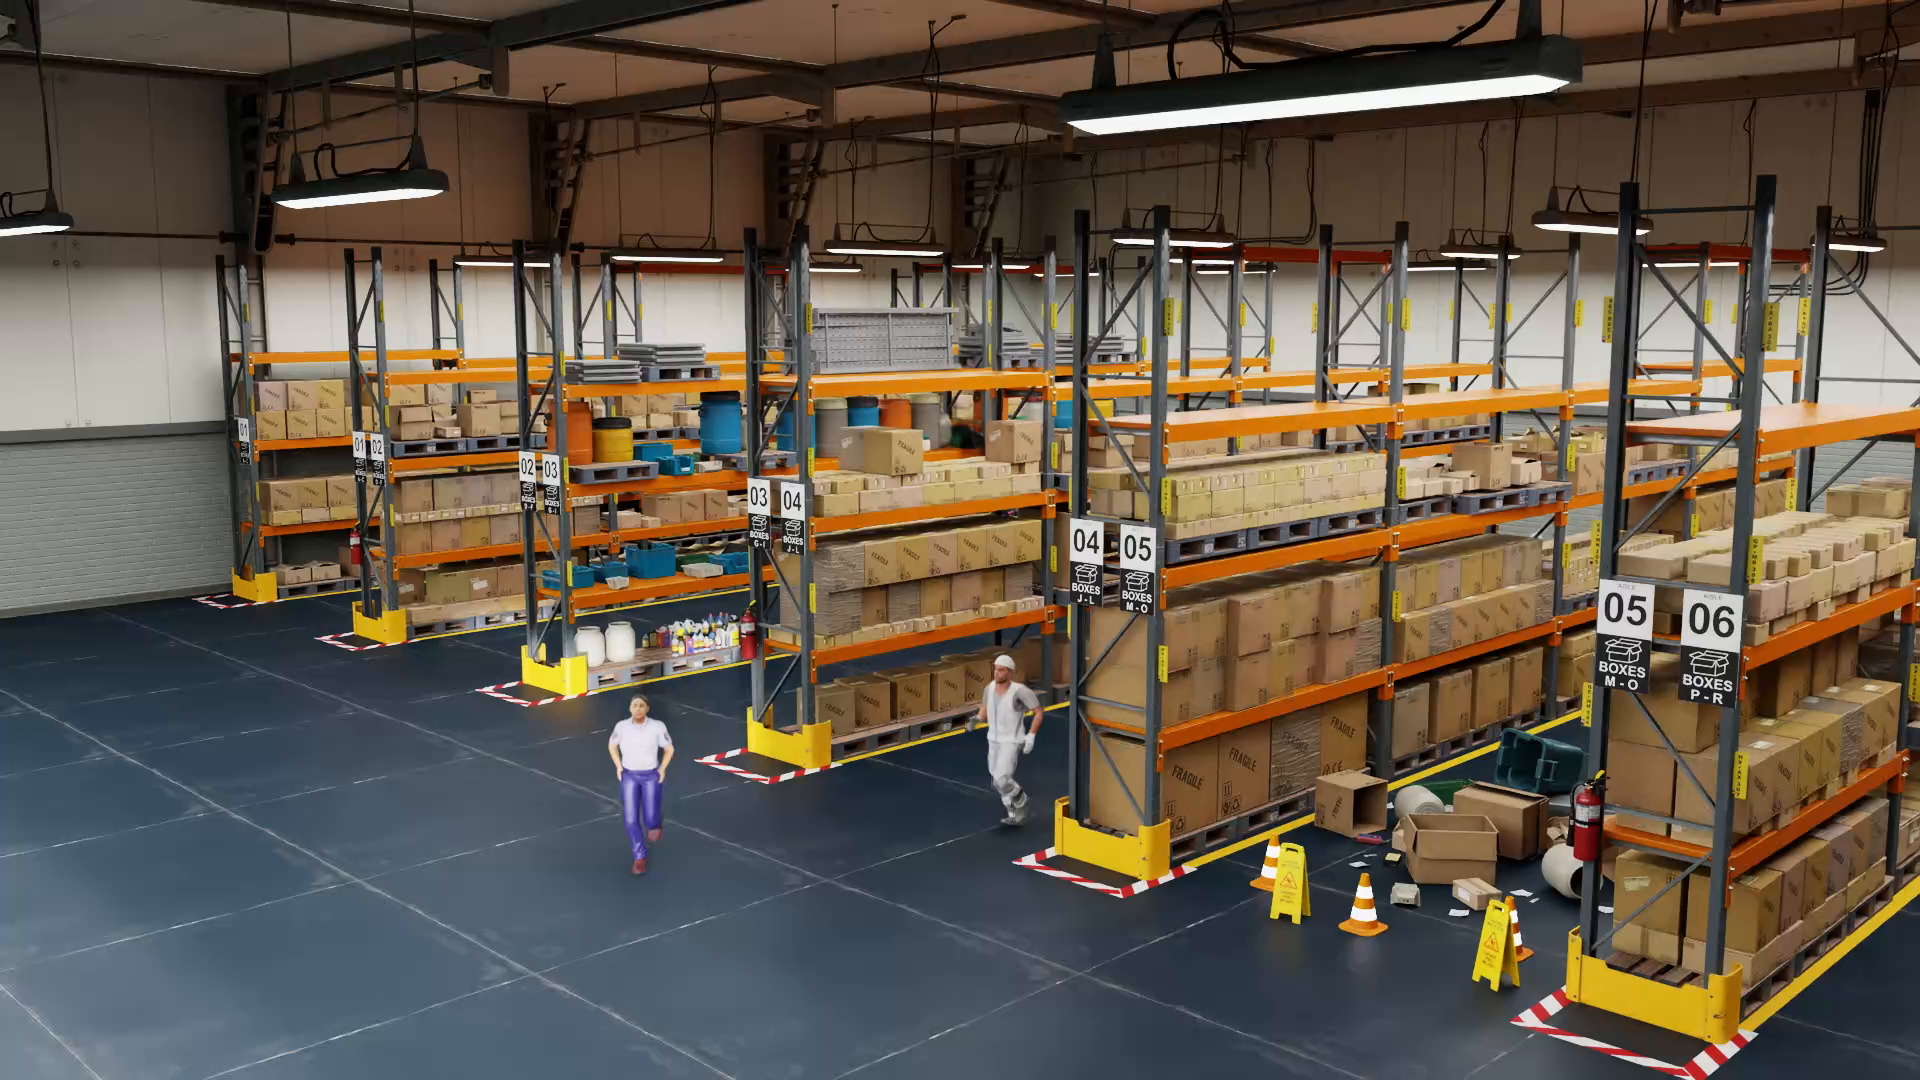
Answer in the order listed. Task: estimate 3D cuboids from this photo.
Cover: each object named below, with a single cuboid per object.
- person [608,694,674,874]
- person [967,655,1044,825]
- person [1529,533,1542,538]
[{"bbox_3d":[-2.957,2.256,15.424,0.607,1.540,0.682,-1,8,-4],"label":"person"},{"bbox_3d":[0.403,2.005,16.348,0.697,1.758,0.579,8,11,43],"label":"person"},{"bbox_3d":[8.676,0.746,25.221,0.681,1.721,0.576,8,11,44],"label":"person"}]
